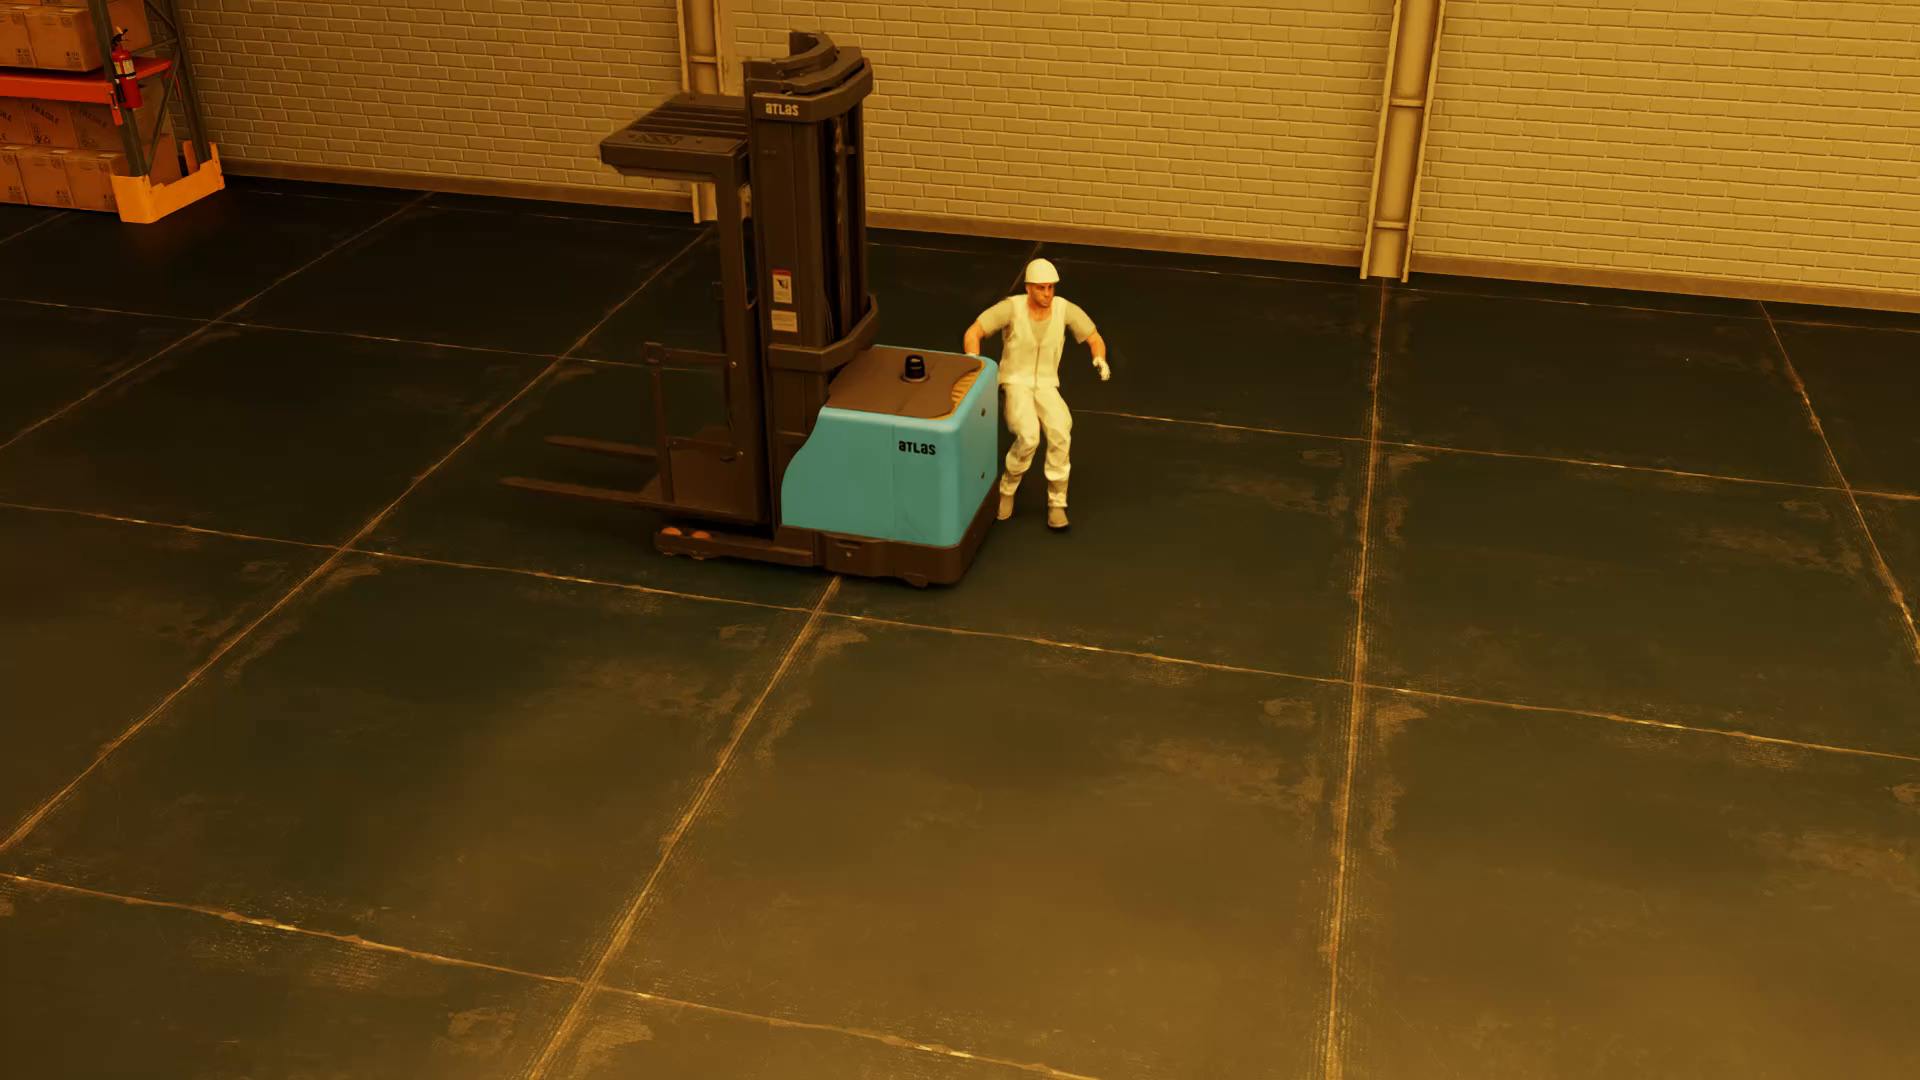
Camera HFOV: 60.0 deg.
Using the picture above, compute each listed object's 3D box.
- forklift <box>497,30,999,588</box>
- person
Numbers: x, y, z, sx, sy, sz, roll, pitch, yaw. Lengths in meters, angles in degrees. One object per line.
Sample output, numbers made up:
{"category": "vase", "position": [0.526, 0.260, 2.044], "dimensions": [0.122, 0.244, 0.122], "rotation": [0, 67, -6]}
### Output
{"category": "forklift", "position": [-1.333, -1.397, 9.637], "dimensions": [3.031, 2.935, 1.130], "rotation": [8, 30, 14]}
{"category": "person", "position": [0.505, -0.905, 10.184], "dimensions": [0.902, 1.540, 0.871], "rotation": [-10, 31, -17]}
